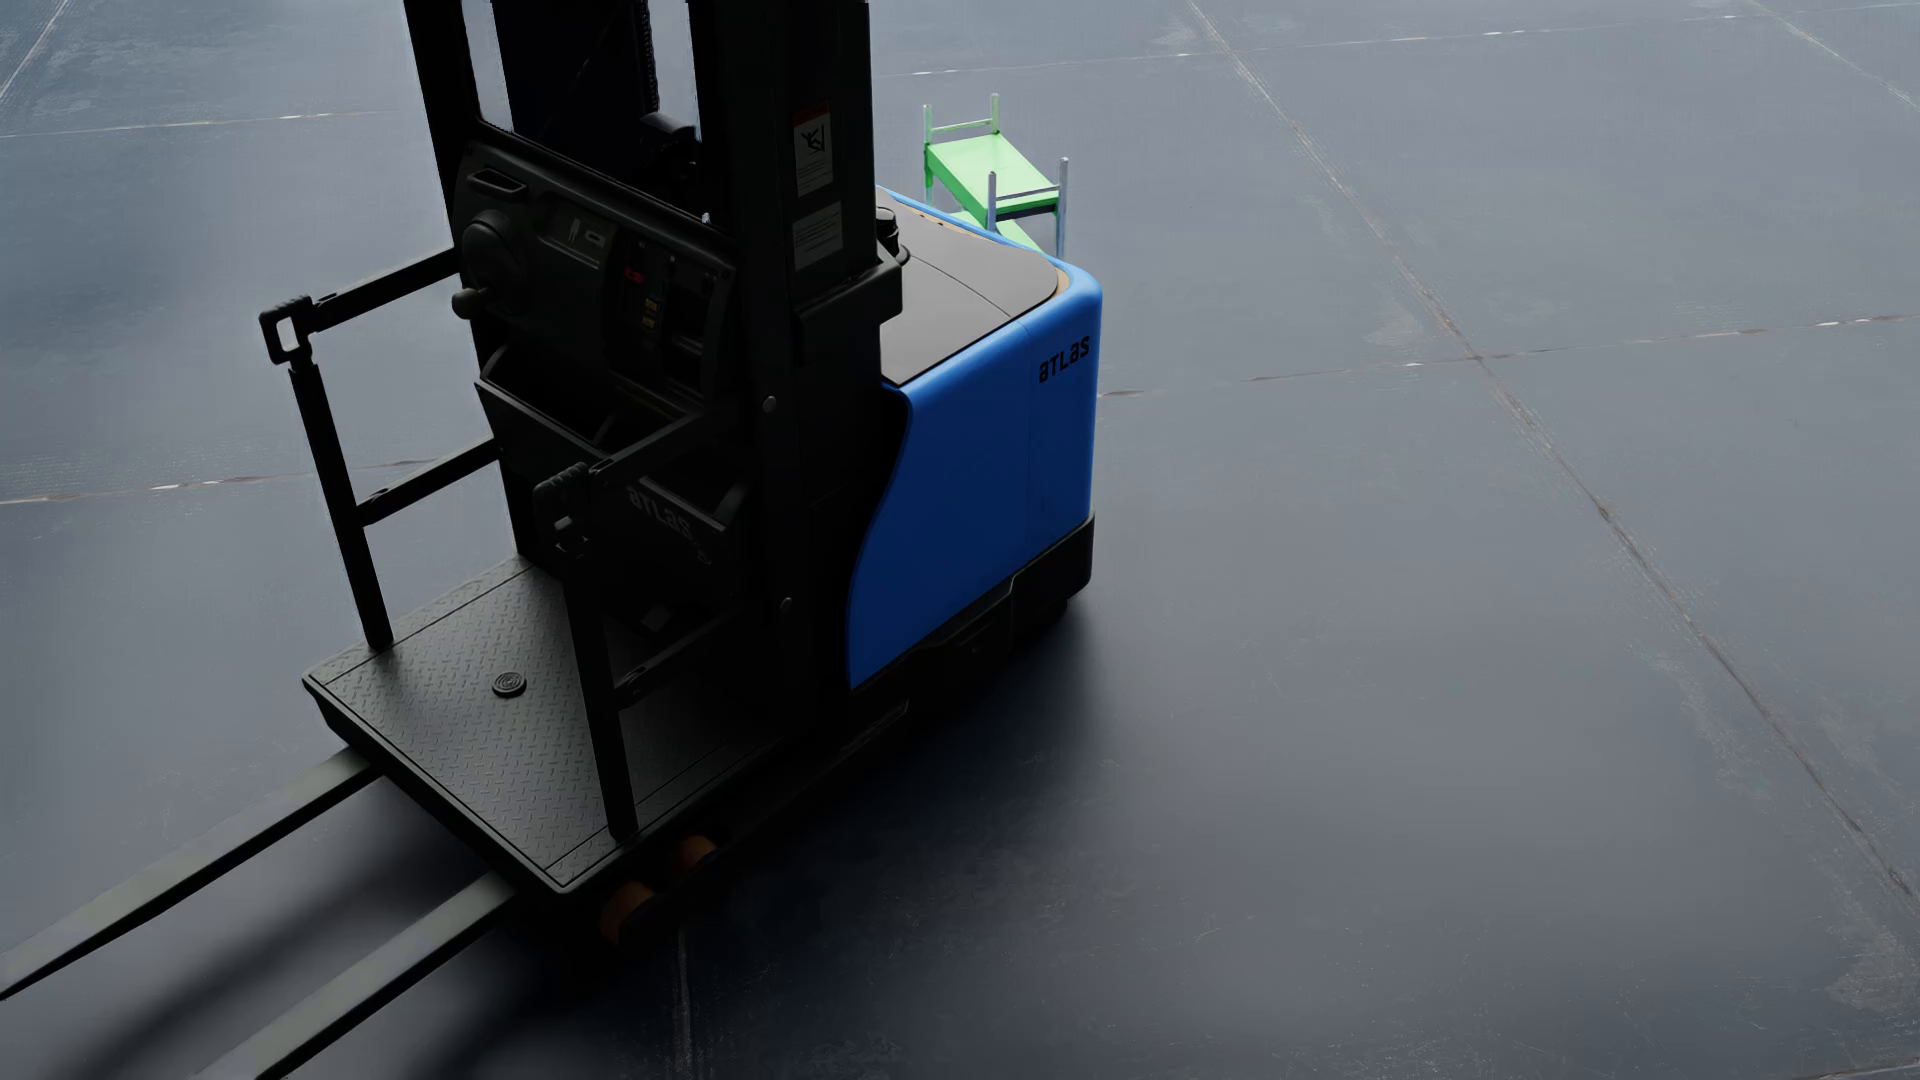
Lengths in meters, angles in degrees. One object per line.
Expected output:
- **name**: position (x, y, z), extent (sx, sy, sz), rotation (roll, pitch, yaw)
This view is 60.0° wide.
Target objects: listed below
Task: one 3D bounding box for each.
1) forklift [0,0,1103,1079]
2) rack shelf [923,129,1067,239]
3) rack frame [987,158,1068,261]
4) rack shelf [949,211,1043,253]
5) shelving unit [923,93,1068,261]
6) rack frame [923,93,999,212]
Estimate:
- **forklift**: position (-0.961, -0.528, 3.541), extent (1.130, 2.935, 3.031), rotation (29, 46, 32)
- **rack shelf**: position (0.097, -1.038, 4.929), extent (0.258, 0.148, 0.480), rotation (-14, 40, -18)
- **rack frame**: position (0.190, -0.571, 5.006), extent (0.240, 1.200, 0.015), rotation (-14, 40, -18)
- **rack shelf**: position (0.097, -0.848, 5.076), extent (0.258, 0.148, 0.480), rotation (-14, 40, -18)
- **shelving unit**: position (0.097, -0.709, 5.185), extent (0.258, 1.200, 0.503), rotation (-14, 40, -18)
- **rack frame**: position (0.004, -0.847, 5.363), extent (0.240, 1.200, 0.015), rotation (-14, 40, -18)
